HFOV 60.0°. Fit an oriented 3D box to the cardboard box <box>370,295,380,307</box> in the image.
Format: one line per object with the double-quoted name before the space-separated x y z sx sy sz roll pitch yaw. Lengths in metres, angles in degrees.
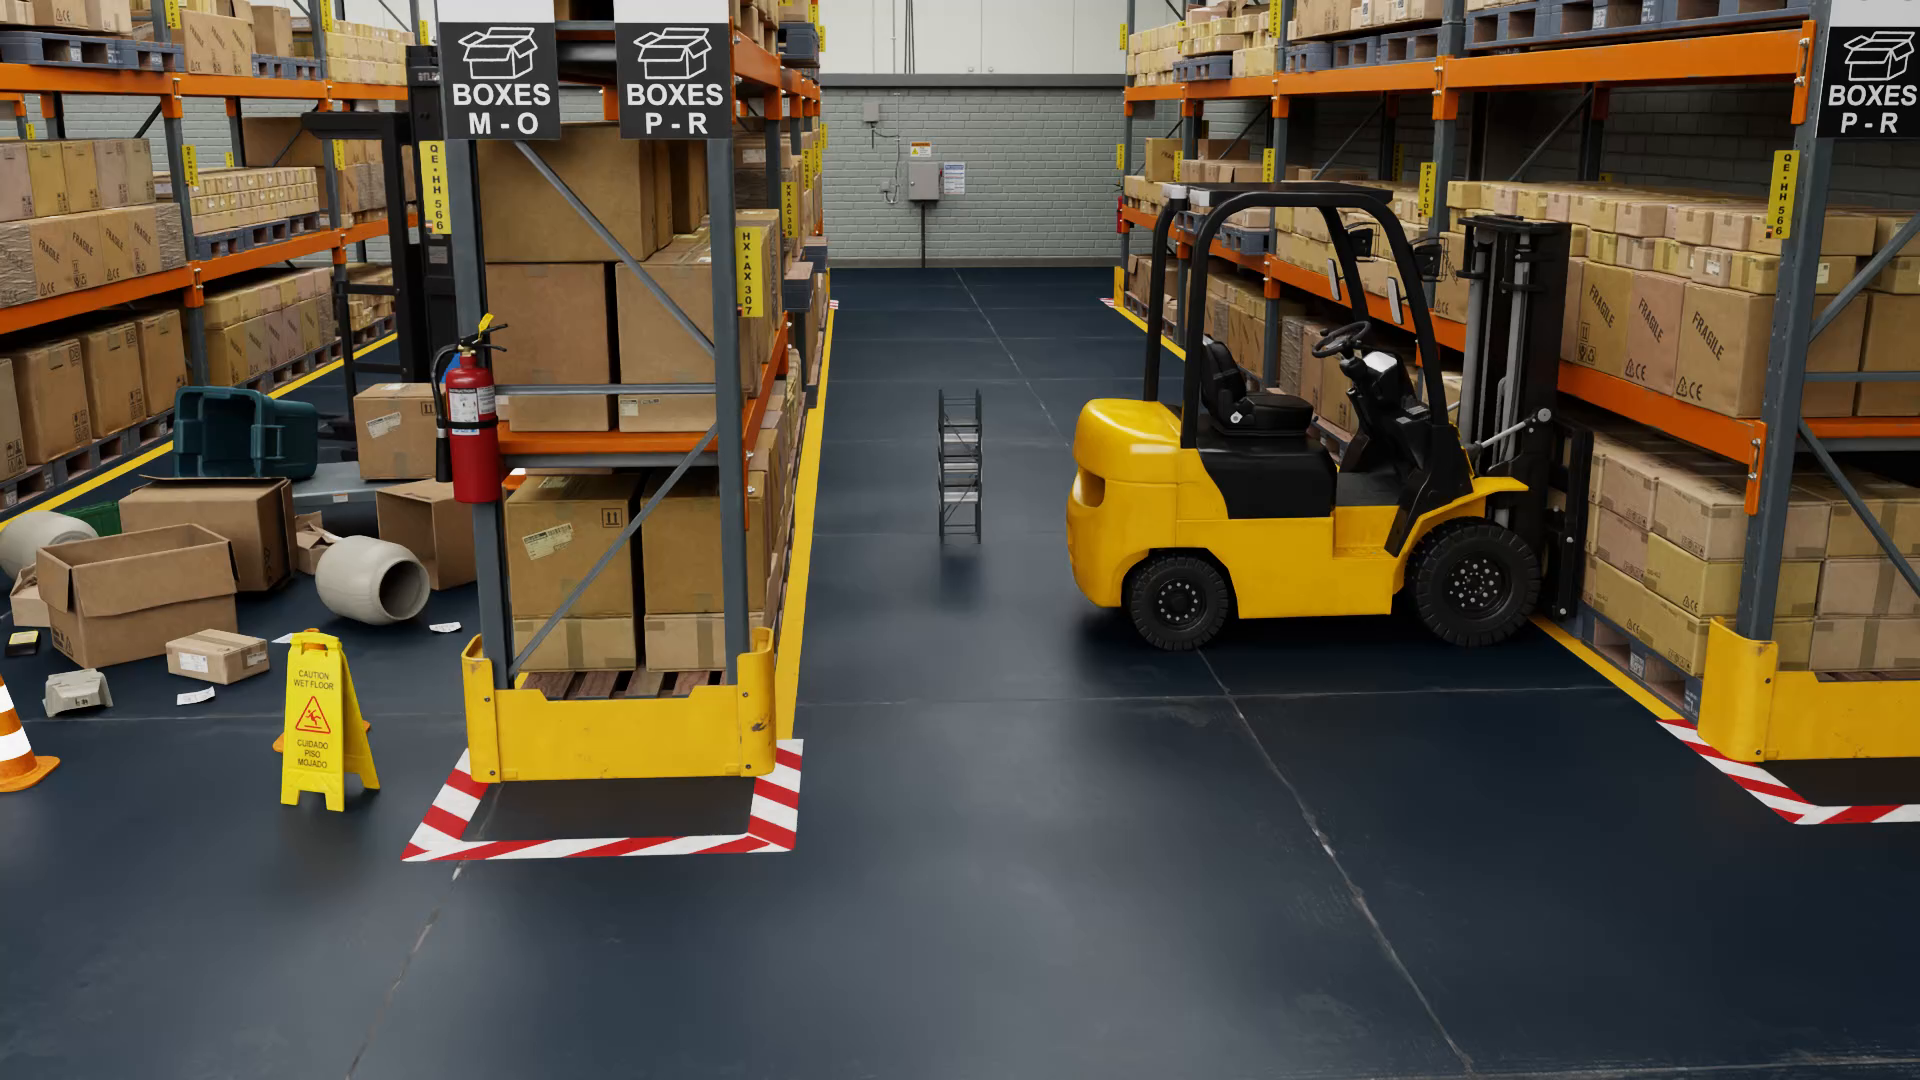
"cardboard box" -6.860 -2.753 18.987 0.380 0.149 0.250 0 14 -1

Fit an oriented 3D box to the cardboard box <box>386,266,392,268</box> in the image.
"cardboard box" -6.854 -3.286 20.461 0.380 0.149 0.250 -1 14 -5

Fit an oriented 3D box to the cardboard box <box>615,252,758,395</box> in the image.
"cardboard box" -1.068 -0.865 6.572 0.500 0.500 0.500 -1 14 -4

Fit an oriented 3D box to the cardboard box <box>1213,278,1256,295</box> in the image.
"cardboard box" 2.782 -2.564 16.844 0.380 0.149 0.250 -1 14 -4

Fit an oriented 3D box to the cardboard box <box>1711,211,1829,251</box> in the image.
"cardboard box" 3.360 -1.282 6.888 0.380 0.149 0.250 -1 14 -3

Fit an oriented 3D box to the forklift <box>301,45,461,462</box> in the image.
"forklift" -3.915 -2.013 11.969 3.031 2.935 1.130 5 15 18

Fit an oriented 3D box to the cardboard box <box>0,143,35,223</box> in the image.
"cardboard box" -6.599 -2.354 10.946 0.700 0.500 0.500 -1 14 -3

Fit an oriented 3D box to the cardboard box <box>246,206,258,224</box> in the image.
"cardboard box" -6.655 -2.965 15.190 0.380 0.149 0.250 -1 14 -3

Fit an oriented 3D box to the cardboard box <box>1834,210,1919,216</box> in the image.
"cardboard box" 3.877 -1.289 6.916 0.380 0.149 0.250 0 14 -2

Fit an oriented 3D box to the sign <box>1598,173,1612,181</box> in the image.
"sign" 3.945 -2.090 10.232 0.100 0.325 0.005 -1 14 -3

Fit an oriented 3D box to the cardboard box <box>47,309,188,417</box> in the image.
"cardboard box" -6.797 -1.400 13.119 1.050 0.750 0.750 -1 14 -4

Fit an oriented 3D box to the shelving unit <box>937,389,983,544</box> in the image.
"shelving unit" 0.000 -0.438 9.922 0.258 0.900 0.210 -1 14 -3

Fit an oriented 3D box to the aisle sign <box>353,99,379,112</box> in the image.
"aisle sign" -7.544 -5.701 20.946 0.394 0.787 0.004 -1 14 -3

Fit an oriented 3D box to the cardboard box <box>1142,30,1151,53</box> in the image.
"cardboard box" 2.482 -6.008 20.038 0.500 0.250 0.500 -1 14 -4

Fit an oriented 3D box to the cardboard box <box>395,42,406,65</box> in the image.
"cardboard box" -6.925 -5.813 19.876 0.500 0.250 0.500 -1 14 -5

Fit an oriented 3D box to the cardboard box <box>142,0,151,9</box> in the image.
"cardboard box" -7.130 -4.727 14.621 0.396 0.266 0.258 -1 14 -3

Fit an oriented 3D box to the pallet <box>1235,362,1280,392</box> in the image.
"pallet" 3.135 -1.454 15.252 1.003 0.211 1.213 -1 14 -3

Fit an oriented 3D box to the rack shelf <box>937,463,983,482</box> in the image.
"rack shelf" 0.000 -0.406 9.930 0.258 0.077 0.200 -1 14 -3

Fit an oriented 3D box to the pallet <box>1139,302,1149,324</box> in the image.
"pallet" 2.775 -2.737 20.241 1.003 0.211 1.213 -1 14 -3

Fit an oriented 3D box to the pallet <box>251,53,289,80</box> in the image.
"pallet" -6.994 -4.382 15.395 1.213 0.211 1.003 -1 14 -3

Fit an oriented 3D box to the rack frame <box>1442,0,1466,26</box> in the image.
"rack frame" 3.391 -4.528 9.567 1.000 3.000 0.127 -1 14 -3

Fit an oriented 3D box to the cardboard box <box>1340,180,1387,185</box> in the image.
"cardboard box" 3.365 -2.903 13.785 0.380 0.149 0.250 0 14 -2

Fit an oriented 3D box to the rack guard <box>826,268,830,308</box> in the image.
"rack guard" -2.308 -3.325 21.947 1.175 0.500 0.348 -1 14 -3

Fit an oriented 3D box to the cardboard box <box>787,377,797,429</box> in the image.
"cardboard box" -1.691 -0.958 12.162 0.950 0.372 0.625 0 14 -2

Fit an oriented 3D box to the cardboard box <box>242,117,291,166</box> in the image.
"cardboard box" -7.292 -4.223 17.615 0.500 0.500 0.500 -1 14 -5

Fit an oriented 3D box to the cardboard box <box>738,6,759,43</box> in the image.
"cardboard box" -1.095 -2.290 7.393 0.380 0.149 0.250 -1 14 -3

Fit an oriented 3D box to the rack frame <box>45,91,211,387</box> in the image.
"rack frame" -6.745 -2.439 13.485 1.000 3.000 0.127 -1 14 -3

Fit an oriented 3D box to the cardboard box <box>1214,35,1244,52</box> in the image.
"cardboard box" 2.638 -4.733 15.843 0.380 0.149 0.250 -1 14 -2

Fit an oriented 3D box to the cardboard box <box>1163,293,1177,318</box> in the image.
"cardboard box" 2.546 -2.715 19.202 0.396 0.266 0.258 0 14 -1

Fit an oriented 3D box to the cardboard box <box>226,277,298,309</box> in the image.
"cardboard box" -6.629 -2.349 15.804 0.500 0.250 0.500 -2 15 -6

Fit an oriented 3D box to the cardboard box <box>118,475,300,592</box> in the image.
"cardboard box" -4.017 -0.038 8.890 0.797 0.637 0.503 -1 14 -3

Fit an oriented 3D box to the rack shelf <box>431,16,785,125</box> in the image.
"rack shelf" -1.439 -2.152 7.796 1.077 0.370 4.000 -1 14 -3

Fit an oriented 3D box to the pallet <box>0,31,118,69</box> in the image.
"pallet" -6.580 -3.363 11.435 1.003 0.211 1.213 0 14 -1

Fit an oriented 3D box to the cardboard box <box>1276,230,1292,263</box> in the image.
"cardboard box" 2.927 -2.431 13.756 0.500 0.250 0.500 -1 14 -3

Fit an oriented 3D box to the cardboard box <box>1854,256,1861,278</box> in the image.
"cardboard box" 3.798 -1.140 6.933 0.380 0.149 0.250 -1 14 -3

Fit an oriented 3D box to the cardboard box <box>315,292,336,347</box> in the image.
"cardboard box" -6.695 -2.246 16.910 0.500 0.500 0.500 -1 14 -5

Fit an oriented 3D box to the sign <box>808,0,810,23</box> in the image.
"sign" -1.269 -4.251 13.472 0.100 0.325 0.005 -1 14 -3

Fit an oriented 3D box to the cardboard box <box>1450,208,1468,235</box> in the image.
"cardboard box" 3.148 -1.902 9.897 0.380 0.149 0.250 -1 14 -4

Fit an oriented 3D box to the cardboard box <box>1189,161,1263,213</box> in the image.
"cardboard box" 2.734 -3.612 17.001 0.700 0.500 0.500 -1 14 -3

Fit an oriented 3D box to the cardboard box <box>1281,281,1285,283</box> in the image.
"cardboard box" 3.329 -2.511 16.639 0.380 0.149 0.250 -1 14 -3

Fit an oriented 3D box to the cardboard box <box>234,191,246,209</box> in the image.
"cardboard box" -6.644 -3.046 14.910 0.380 0.149 0.250 -1 14 -3

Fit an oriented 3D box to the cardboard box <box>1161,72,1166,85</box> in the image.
"cardboard box" 2.538 -5.347 19.273 0.380 0.149 0.250 -1 14 -3

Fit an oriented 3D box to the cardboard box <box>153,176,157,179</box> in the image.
"cardboard box" -7.283 -3.117 14.590 0.380 0.149 0.250 0 14 -2

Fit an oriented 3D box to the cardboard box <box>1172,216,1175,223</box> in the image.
"cardboard box" 2.586 -3.631 18.622 0.380 0.149 0.250 0 14 -2

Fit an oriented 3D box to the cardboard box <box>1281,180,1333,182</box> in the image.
"cardboard box" 2.869 -2.897 13.762 0.380 0.149 0.250 0 14 -2

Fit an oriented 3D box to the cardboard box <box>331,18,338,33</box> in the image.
"cardboard box" -6.753 -5.393 17.445 0.380 0.149 0.250 -2 15 -6

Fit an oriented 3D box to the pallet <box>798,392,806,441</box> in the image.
"pallet" -1.764 -0.995 13.471 1.003 0.211 1.213 -1 14 -3

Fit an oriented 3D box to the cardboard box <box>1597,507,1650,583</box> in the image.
"cardboard box" 3.276 0.017 7.613 0.500 0.250 0.500 -1 14 -4

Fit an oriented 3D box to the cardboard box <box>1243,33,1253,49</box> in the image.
"cardboard box" 2.827 -4.596 15.350 0.380 0.149 0.250 0 14 -2

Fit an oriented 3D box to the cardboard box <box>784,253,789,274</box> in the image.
"cardboard box" -1.282 -1.769 10.545 0.380 0.149 0.250 -1 14 -3

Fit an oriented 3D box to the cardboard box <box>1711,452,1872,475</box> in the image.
"cardboard box" 3.763 -0.231 7.572 0.500 0.250 0.500 -1 14 -3

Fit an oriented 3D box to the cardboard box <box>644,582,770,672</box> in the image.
"cardboard box" -1.089 0.373 7.233 0.500 0.250 0.500 -1 14 -4

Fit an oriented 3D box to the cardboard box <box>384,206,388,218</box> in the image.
"cardboard box" -6.914 -3.842 19.445 0.380 0.149 0.250 -1 14 -2
